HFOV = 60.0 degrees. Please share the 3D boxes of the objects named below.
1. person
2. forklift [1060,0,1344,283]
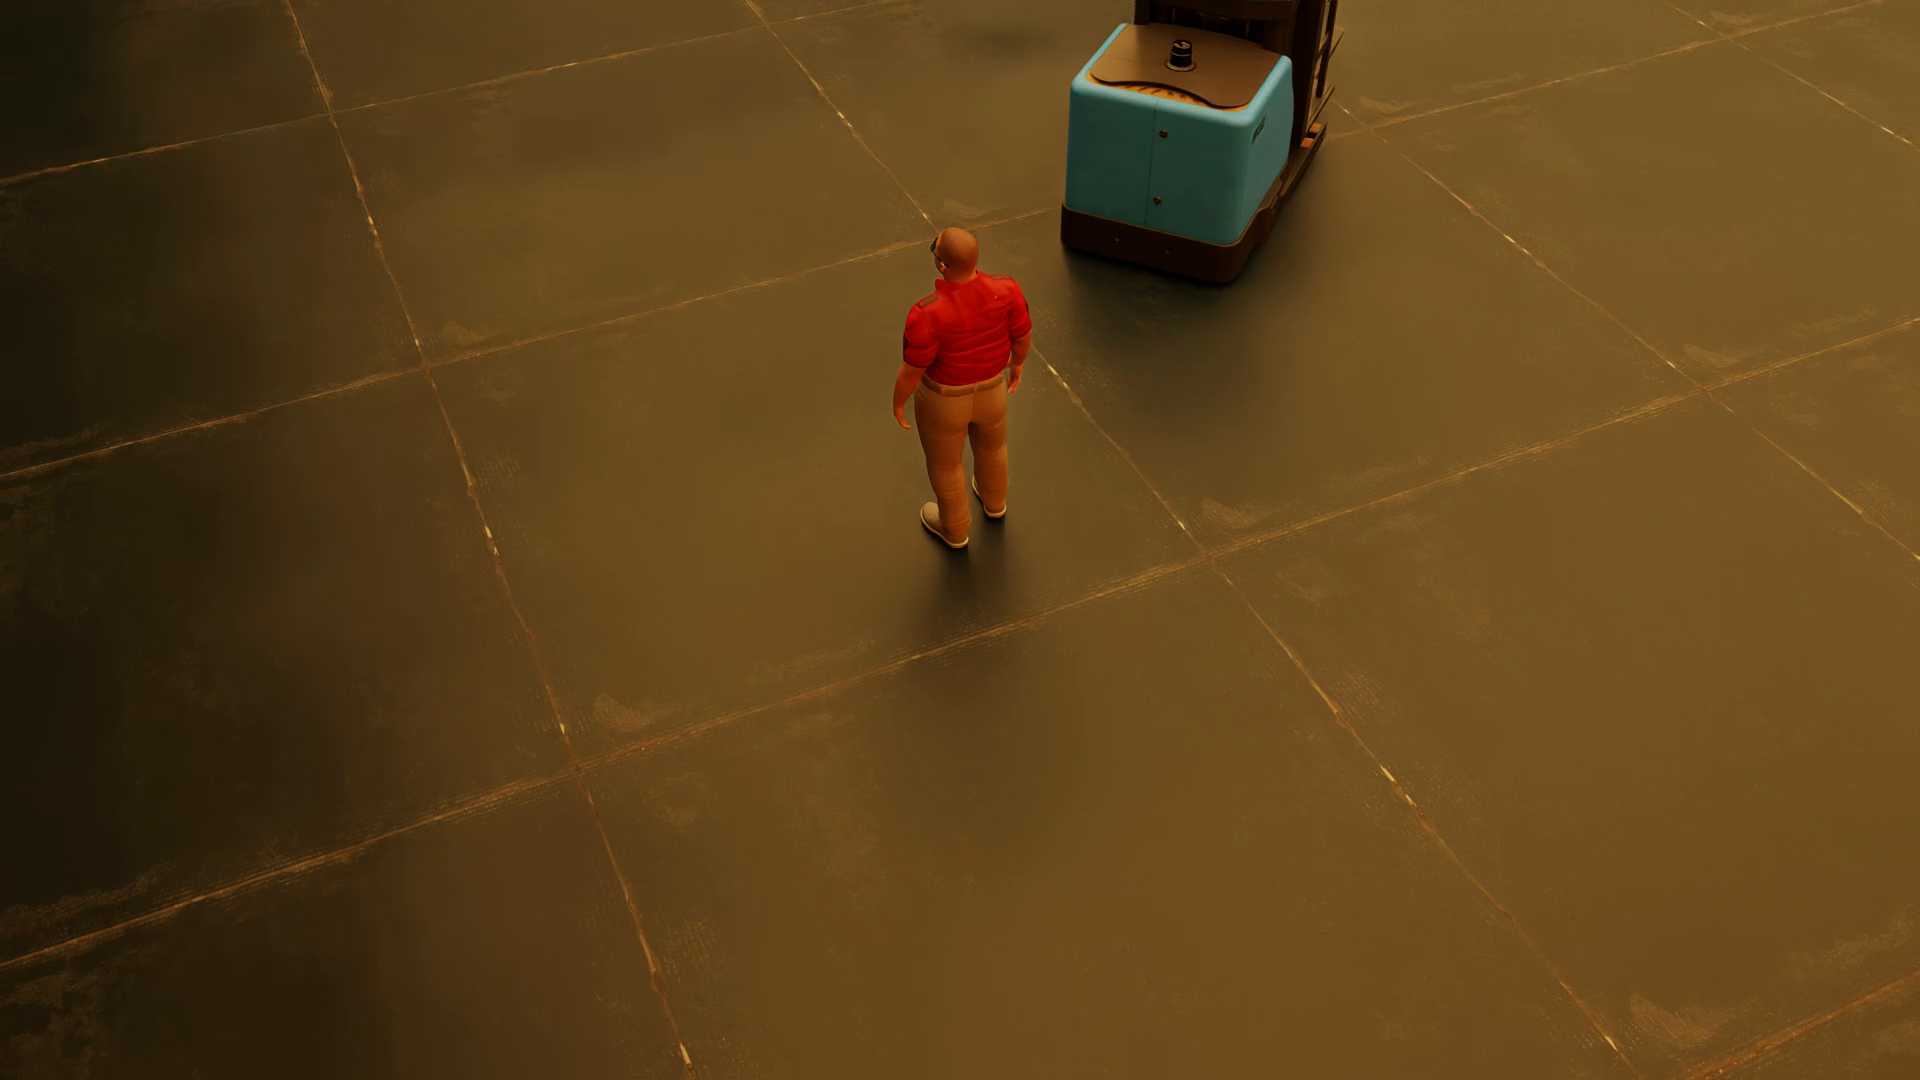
[{"bbox_3d":[-0.027,-0.697,7.296,0.641,1.728,0.550,-18,46,-18],"label":"person"},{"bbox_3d":[1.650,-3.514,9.445,1.130,2.935,3.031,17,46,18],"label":"forklift"}]
